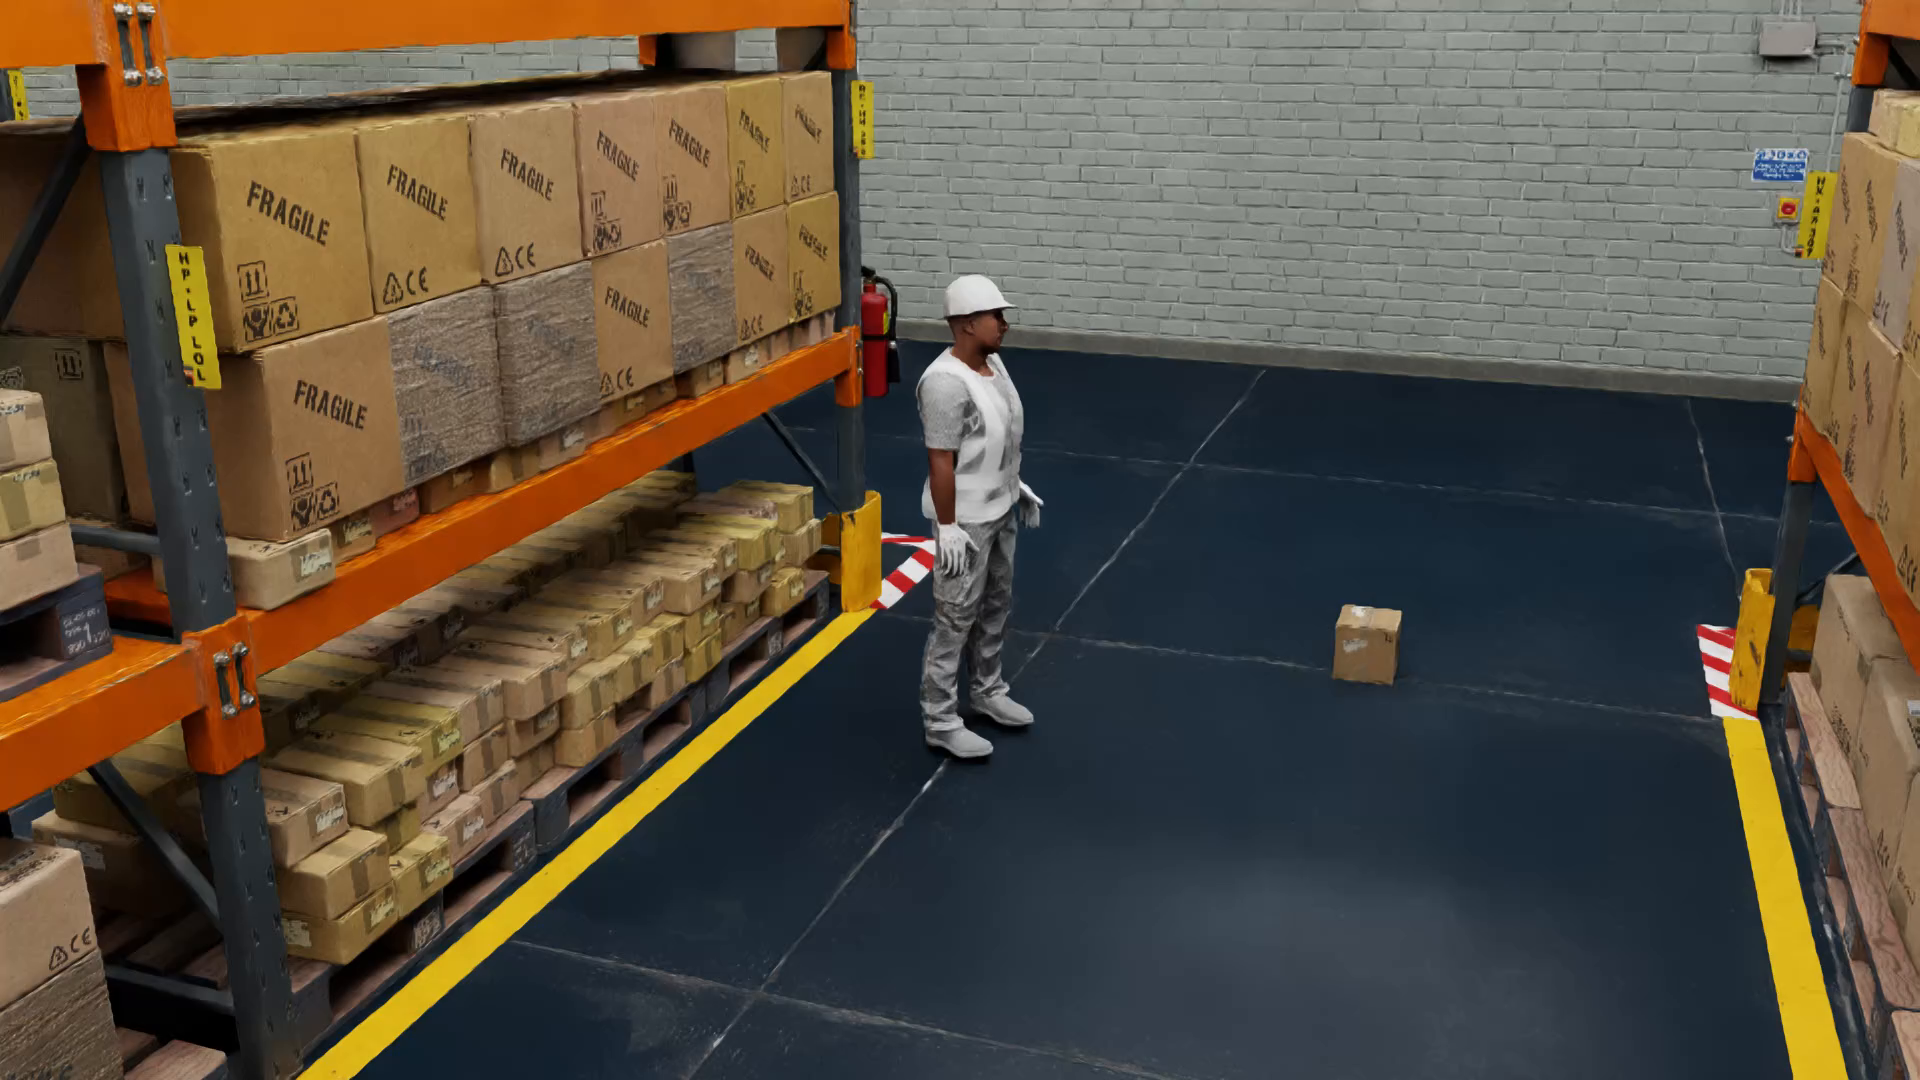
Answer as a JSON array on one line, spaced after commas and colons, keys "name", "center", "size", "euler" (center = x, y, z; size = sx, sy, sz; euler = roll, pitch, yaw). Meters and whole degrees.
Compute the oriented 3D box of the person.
[{"name": "person", "center": [0.069, -0.102, 6.257], "size": [0.401, 1.790, 0.596], "euler": [7, 20, 21]}]
